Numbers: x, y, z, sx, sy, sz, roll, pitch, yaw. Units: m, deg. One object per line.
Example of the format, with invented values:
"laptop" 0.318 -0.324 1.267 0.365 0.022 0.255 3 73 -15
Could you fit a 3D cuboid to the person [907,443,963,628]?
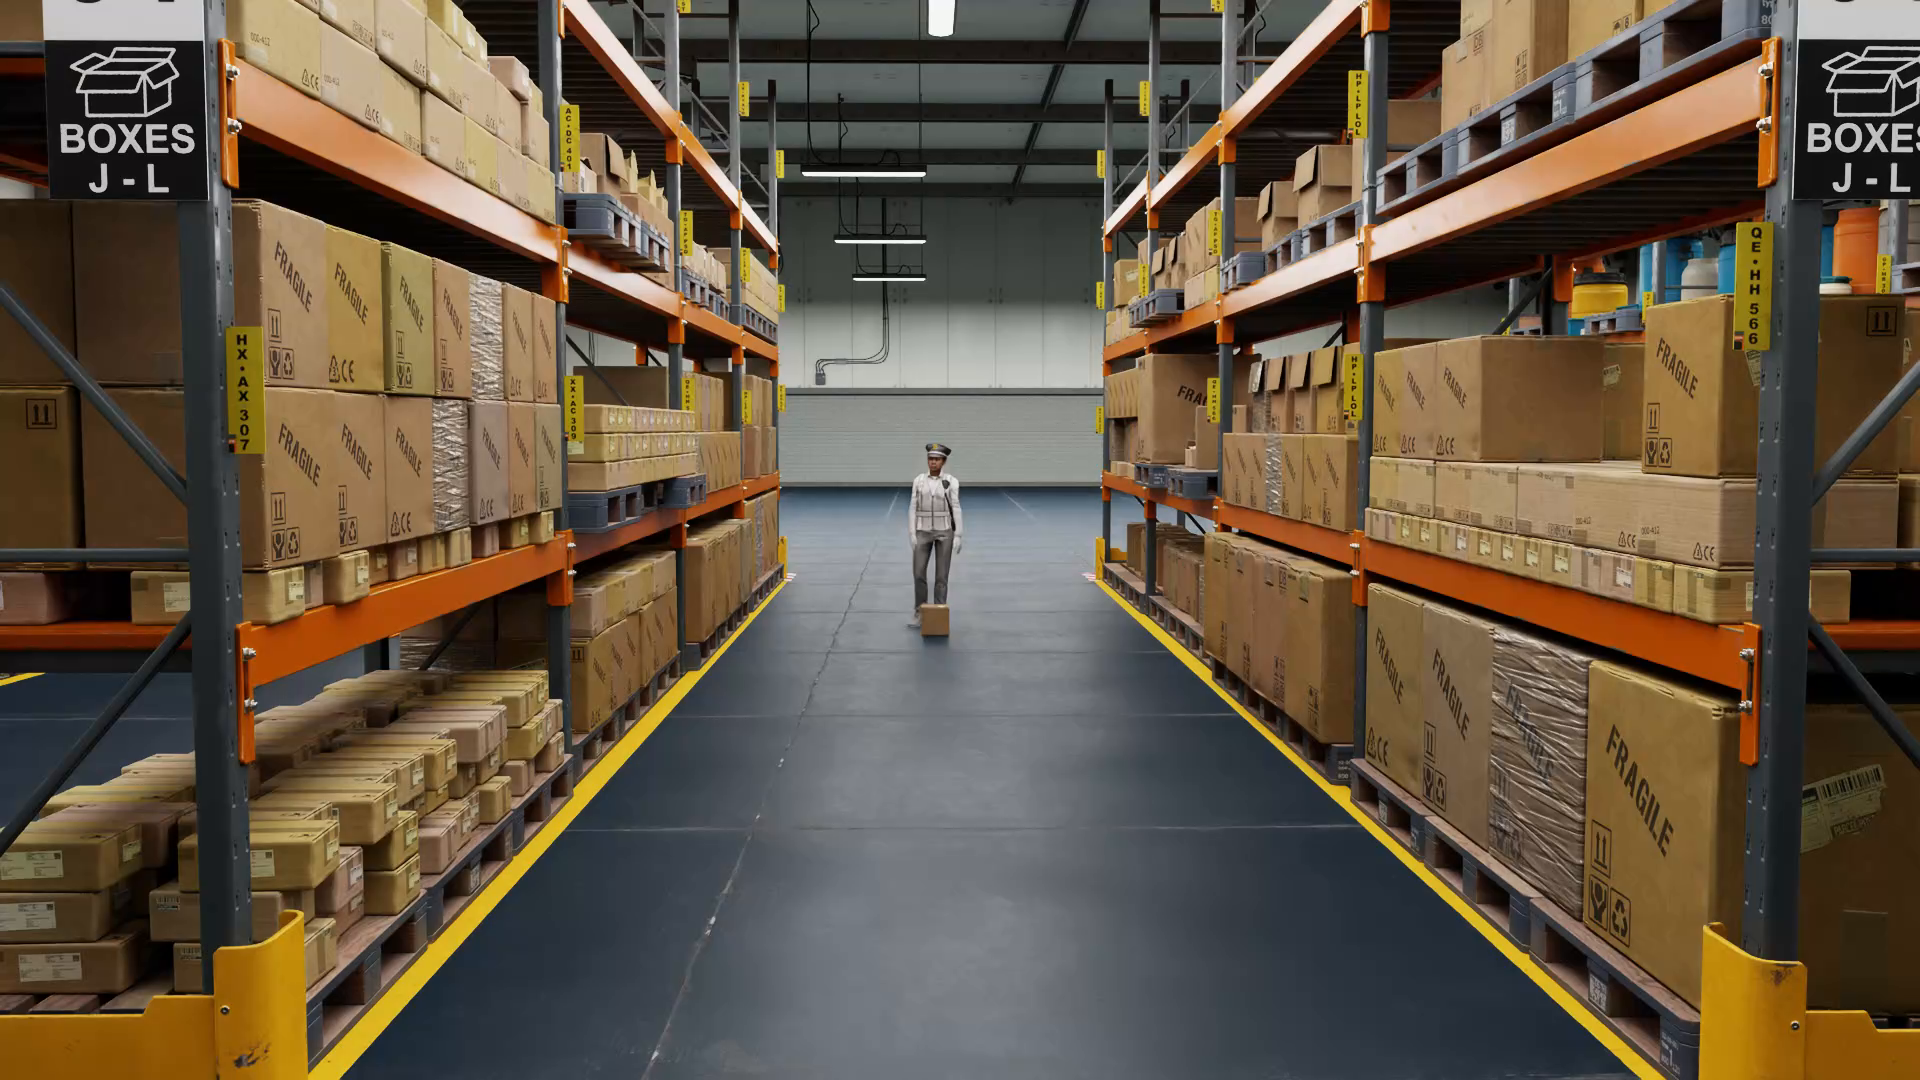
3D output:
"person" -0.233 -0.039 15.328 0.521 1.710 0.350 0 4 4
